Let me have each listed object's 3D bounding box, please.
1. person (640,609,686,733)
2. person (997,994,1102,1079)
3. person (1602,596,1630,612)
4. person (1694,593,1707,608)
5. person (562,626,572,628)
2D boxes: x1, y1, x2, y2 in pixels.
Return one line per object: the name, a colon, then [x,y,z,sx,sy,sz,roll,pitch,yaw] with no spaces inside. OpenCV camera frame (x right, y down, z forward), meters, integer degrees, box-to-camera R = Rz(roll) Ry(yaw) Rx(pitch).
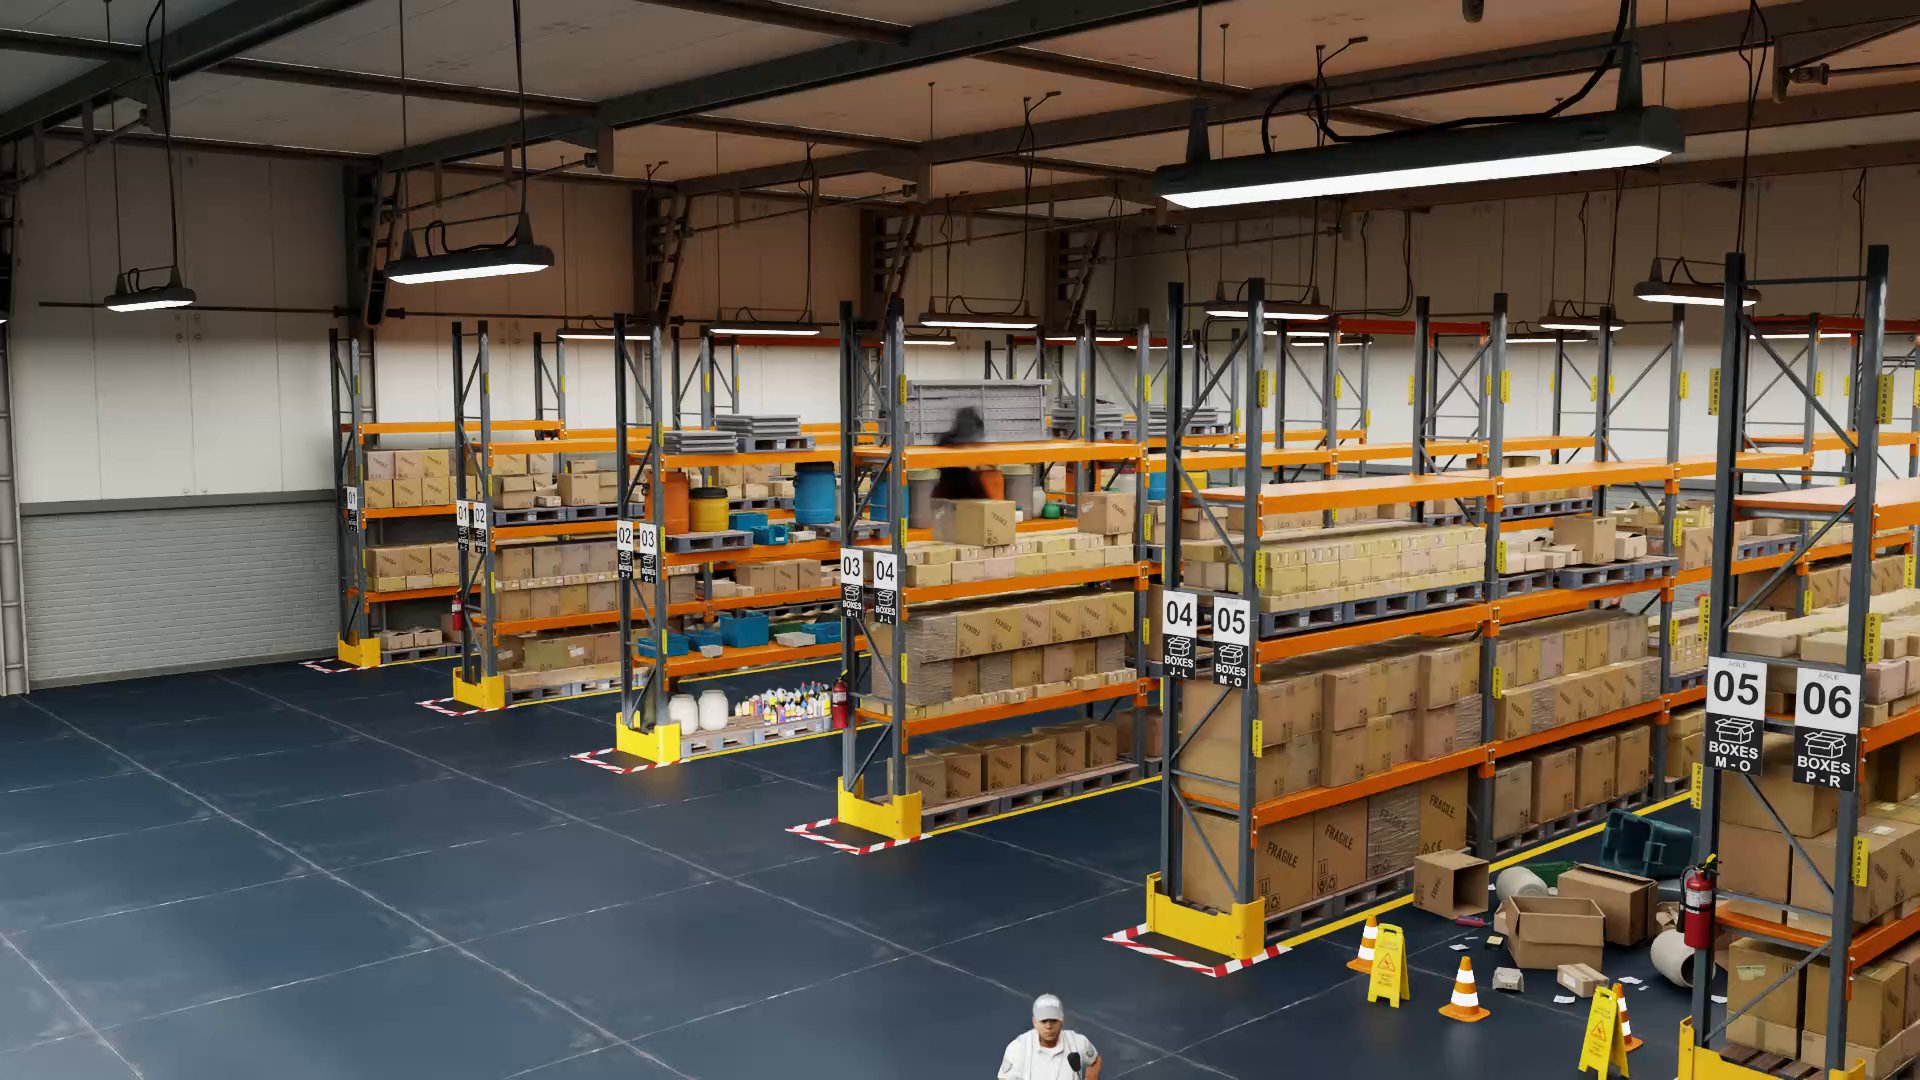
person: [-4.302,1.874,24.375,0.646,1.806,1.008,5,8,41]
person: [0.503,3.418,9.499,0.590,1.695,0.687,1,6,7]
person: [10.528,1.682,26.813,0.665,1.680,0.735,5,8,41]
person: [11.485,1.704,25.839,0.927,1.783,0.697,-5,8,-44]
person: [-6.819,1.509,28.980,0.517,1.608,0.639,5,7,40]
